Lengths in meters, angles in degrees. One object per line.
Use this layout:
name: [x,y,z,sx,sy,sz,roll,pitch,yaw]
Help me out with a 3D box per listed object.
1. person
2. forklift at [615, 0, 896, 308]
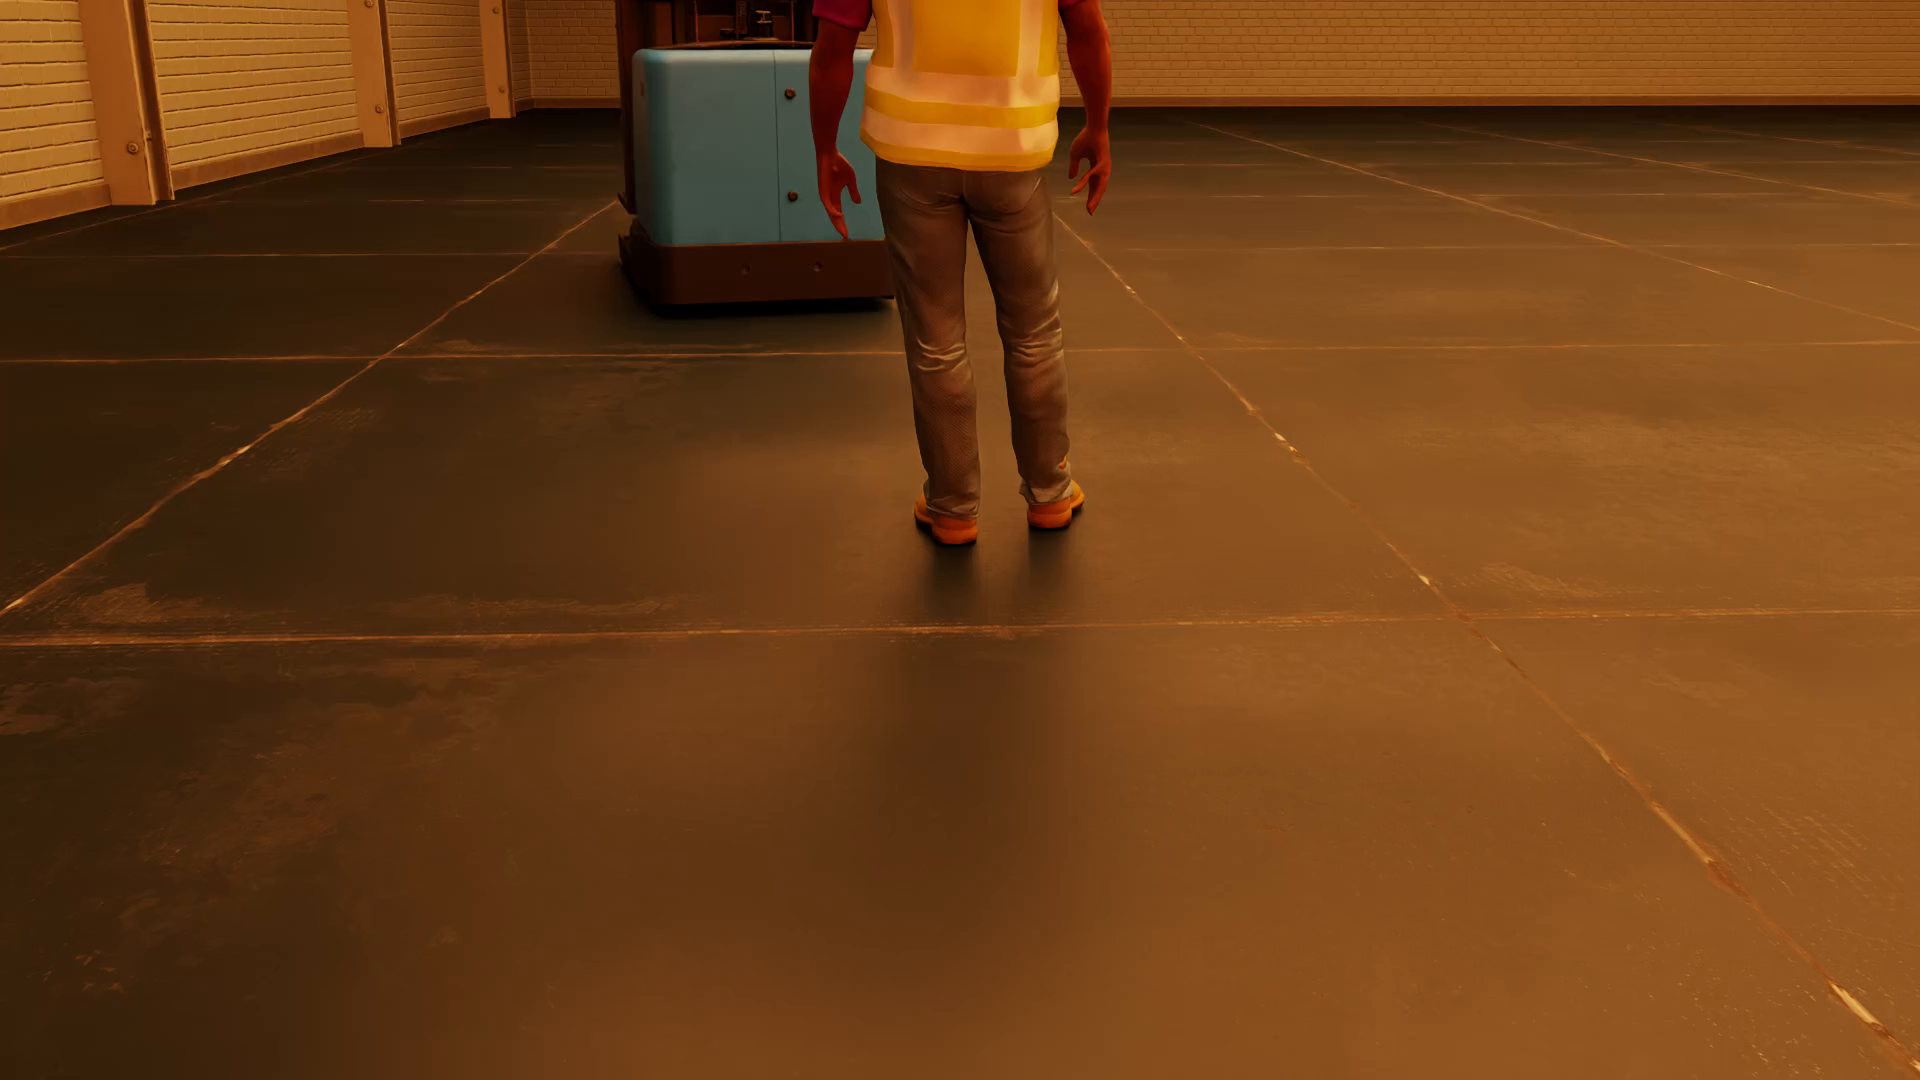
person: [0.003,-0.872,3.724,0.665,1.765,0.577,-1,17,-3]
forklift: [-1.119,-2.760,7.931,1.130,2.935,3.031,-4,18,-14]
